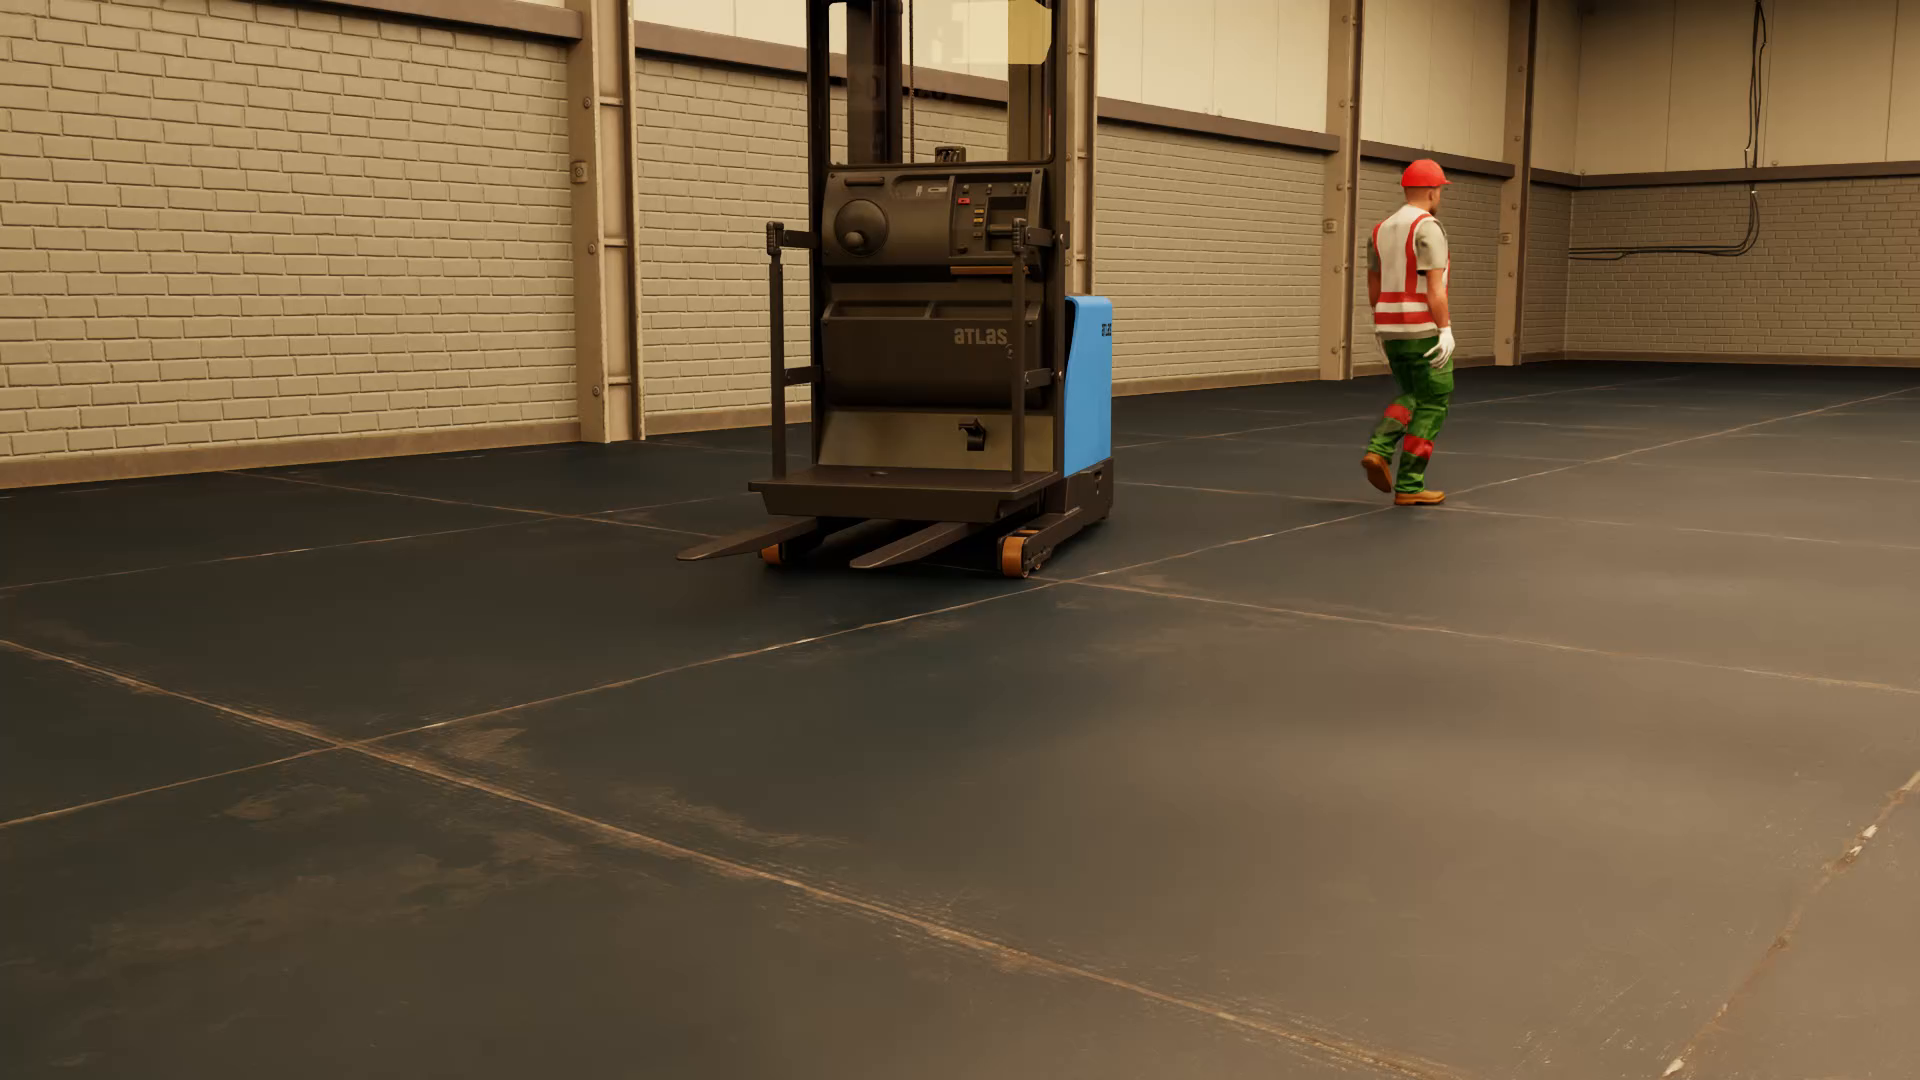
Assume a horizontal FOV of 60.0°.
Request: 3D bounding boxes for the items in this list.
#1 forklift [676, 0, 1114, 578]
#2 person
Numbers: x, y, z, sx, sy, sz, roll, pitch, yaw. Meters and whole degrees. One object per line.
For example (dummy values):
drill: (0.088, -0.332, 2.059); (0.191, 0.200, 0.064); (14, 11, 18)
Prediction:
forklift: (-0.176, -1.366, 6.616); (1.130, 2.935, 3.031); (3, 9, 17)
person: (2.392, -1.074, 8.650); (0.460, 1.767, 0.713); (-4, 9, -26)
